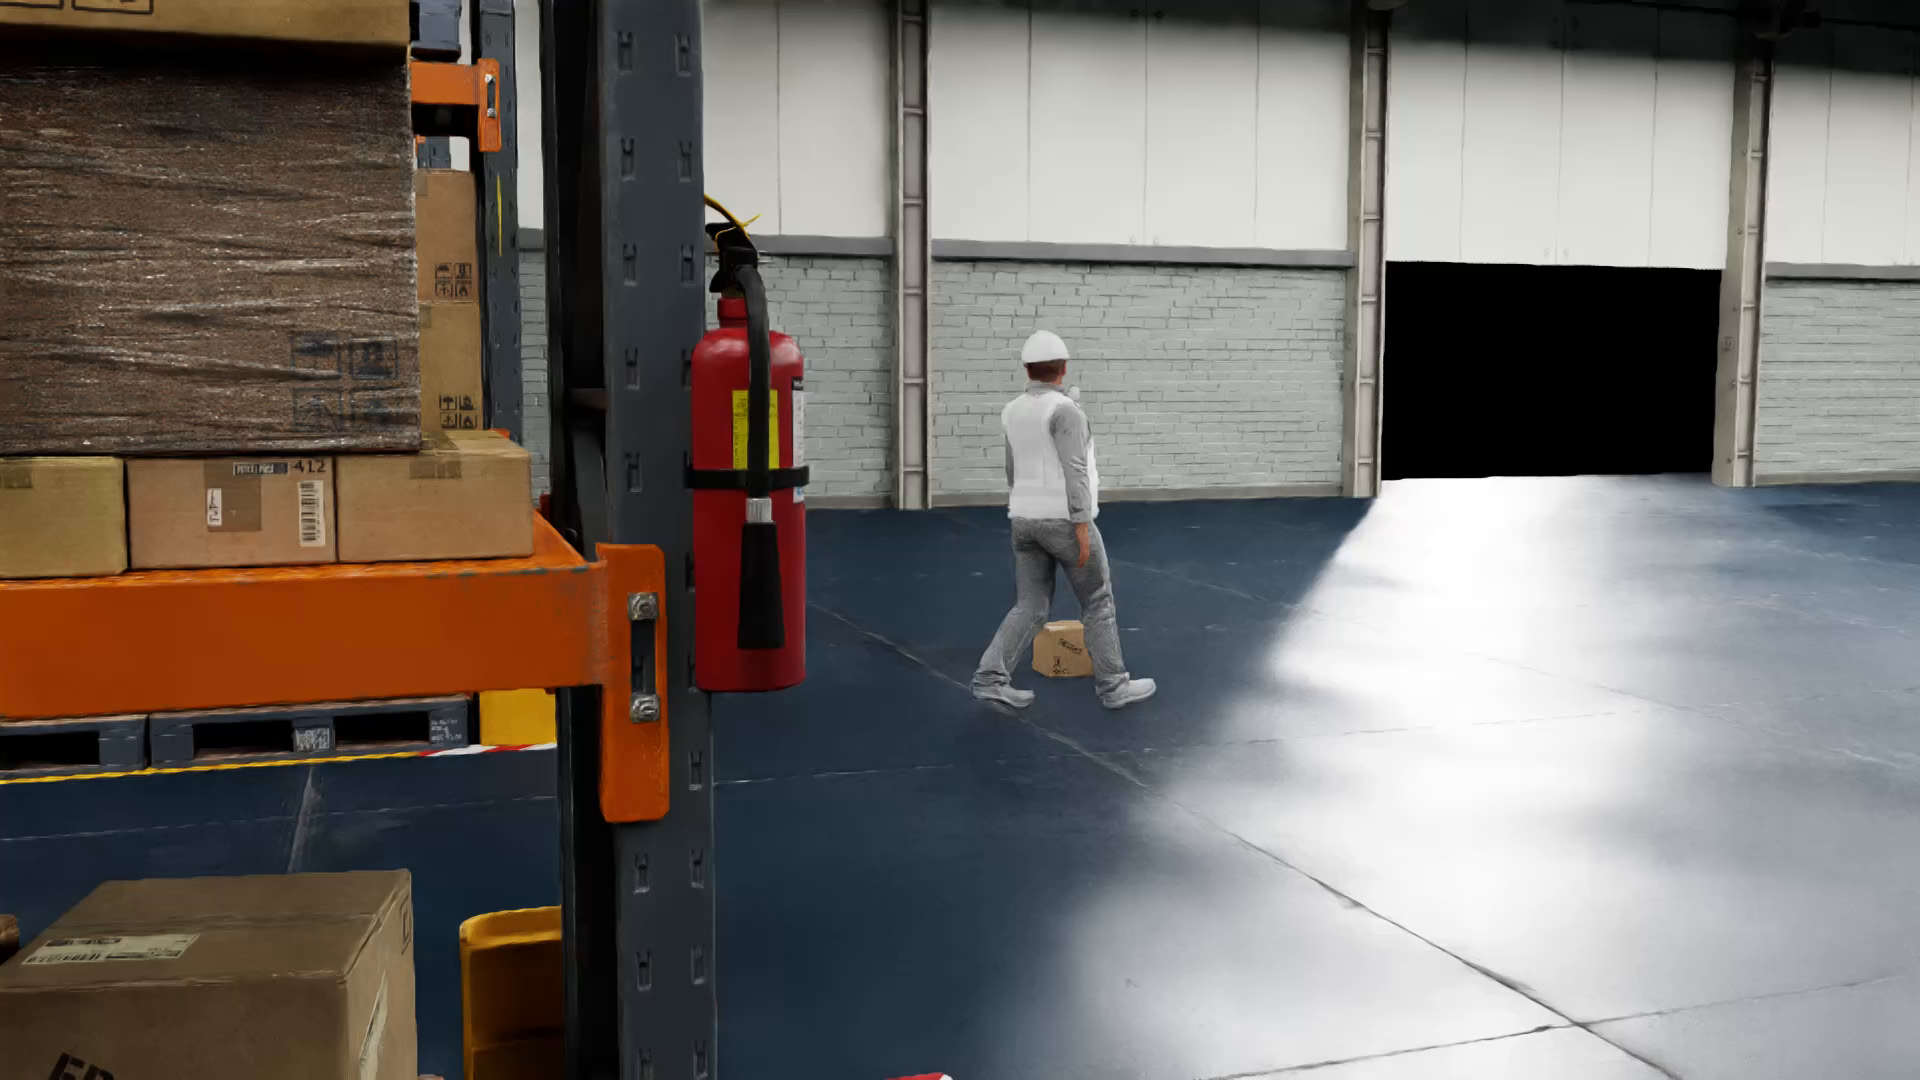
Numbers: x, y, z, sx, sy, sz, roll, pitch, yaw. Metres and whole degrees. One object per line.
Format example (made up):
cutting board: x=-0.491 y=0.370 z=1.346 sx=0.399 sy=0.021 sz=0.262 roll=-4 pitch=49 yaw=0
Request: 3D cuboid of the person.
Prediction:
person: x=0.448 y=-0.088 z=7.646 sx=0.891 sy=1.739 sz=0.589 roll=-5 pitch=7 yaw=-39
